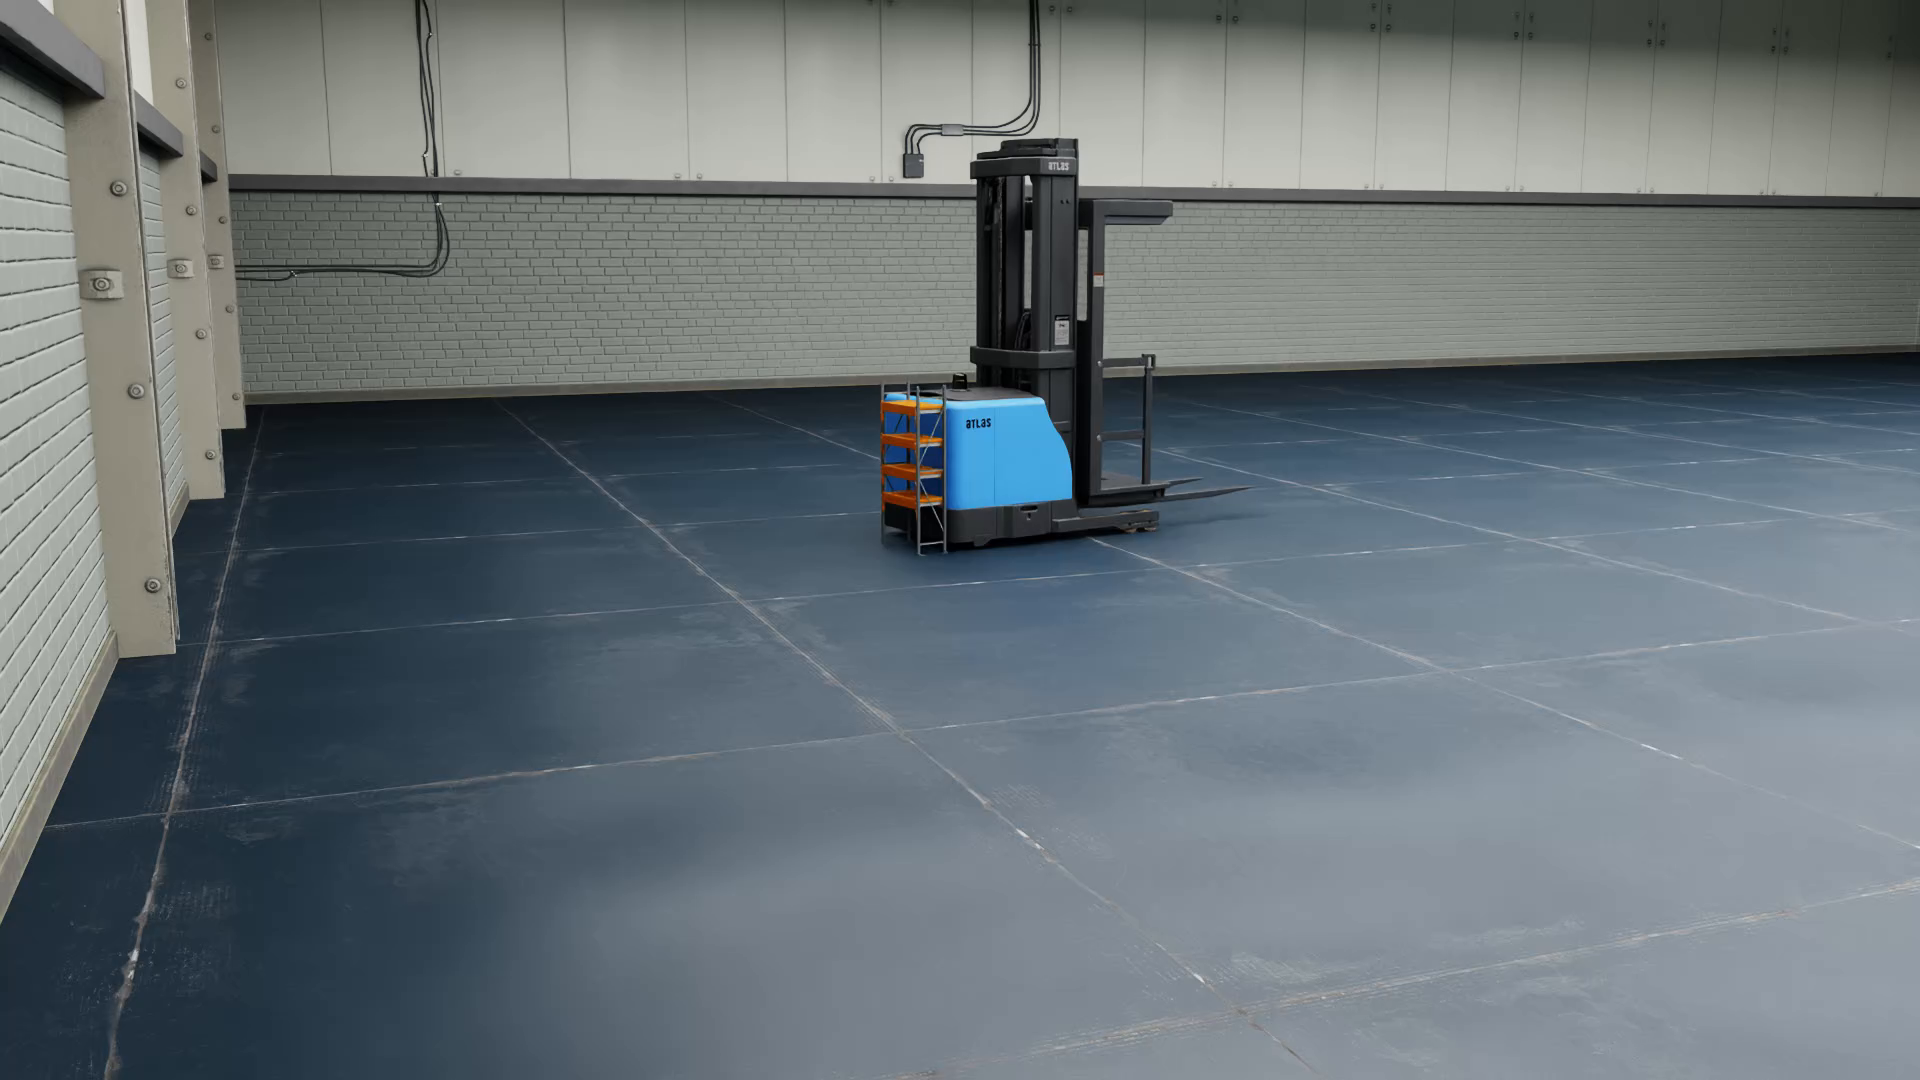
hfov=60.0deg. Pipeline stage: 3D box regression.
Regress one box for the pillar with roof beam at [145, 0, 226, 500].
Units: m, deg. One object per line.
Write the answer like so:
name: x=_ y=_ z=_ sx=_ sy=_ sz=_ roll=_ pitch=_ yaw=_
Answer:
pillar with roof beam: x=-2.614 y=-5.092 z=15.354 sx=9.100 sy=9.000 sz=0.400 roll=-4 pitch=11 yaw=-21

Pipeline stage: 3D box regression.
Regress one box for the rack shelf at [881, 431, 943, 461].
rack shelf: x=-0.336 y=-0.675 z=11.898 sx=0.258 sy=0.148 sz=0.480 roll=-7 pitch=12 yaw=-33

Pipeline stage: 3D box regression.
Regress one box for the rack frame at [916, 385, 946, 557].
rack frame: x=-0.202 y=-0.486 z=11.725 sx=0.240 sy=1.200 sz=0.015 roll=-7 pitch=12 yaw=-33

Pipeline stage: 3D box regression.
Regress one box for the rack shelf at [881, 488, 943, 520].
rack shelf: x=-0.336 y=-0.260 z=11.972 sx=0.258 sy=0.148 sz=0.480 roll=-7 pitch=12 yaw=-33

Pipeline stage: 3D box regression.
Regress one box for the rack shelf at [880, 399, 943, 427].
rack shelf: x=-0.336 y=-0.908 z=11.857 sx=0.258 sy=0.148 sz=0.480 roll=-7 pitch=12 yaw=-33

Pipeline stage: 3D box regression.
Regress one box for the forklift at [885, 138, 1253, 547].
forklift: x=0.939 y=-1.564 z=12.843 sx=3.031 sy=2.935 sz=1.130 roll=-6 pitch=12 yaw=-32

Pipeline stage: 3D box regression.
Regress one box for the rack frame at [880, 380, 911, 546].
rack frame: x=-0.469 y=-0.557 z=12.127 sx=0.240 sy=1.200 sz=0.015 roll=-7 pitch=12 yaw=-33

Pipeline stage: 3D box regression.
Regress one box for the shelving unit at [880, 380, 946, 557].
shelving unit: x=-0.336 y=-0.521 z=11.926 sx=0.258 sy=1.200 sz=0.503 roll=-7 pitch=12 yaw=-33

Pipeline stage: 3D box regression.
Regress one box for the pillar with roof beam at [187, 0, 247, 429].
pillar with roof beam: x=-4.788 y=-6.072 z=20.860 sx=9.100 sy=9.000 sz=0.400 roll=-4 pitch=11 yaw=-21

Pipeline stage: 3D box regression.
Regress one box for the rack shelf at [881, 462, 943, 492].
rack shelf: x=-0.336 y=-0.455 z=11.937 sx=0.258 sy=0.148 sz=0.480 roll=-7 pitch=12 yaw=-33

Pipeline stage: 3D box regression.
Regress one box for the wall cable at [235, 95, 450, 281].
wall cable: x=-8.636 y=-4.835 z=22.771 sx=3.097 sy=2.526 sz=0.112 roll=-4 pitch=11 yaw=-21

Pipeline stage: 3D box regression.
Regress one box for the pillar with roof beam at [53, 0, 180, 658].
pillar with roof beam: x=-0.440 y=-4.113 z=9.848 sx=9.100 sy=9.000 sz=0.400 roll=-4 pitch=11 yaw=-21

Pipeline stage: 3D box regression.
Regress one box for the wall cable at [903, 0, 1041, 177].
wall cable: x=0.218 y=-8.638 z=25.574 sx=2.305 sy=6.003 sz=0.169 roll=-4 pitch=11 yaw=-21

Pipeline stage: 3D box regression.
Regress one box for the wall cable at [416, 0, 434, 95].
wall cable: x=-6.114 y=-7.493 z=23.294 sx=3.097 sy=2.526 sz=0.112 roll=-4 pitch=11 yaw=-21
